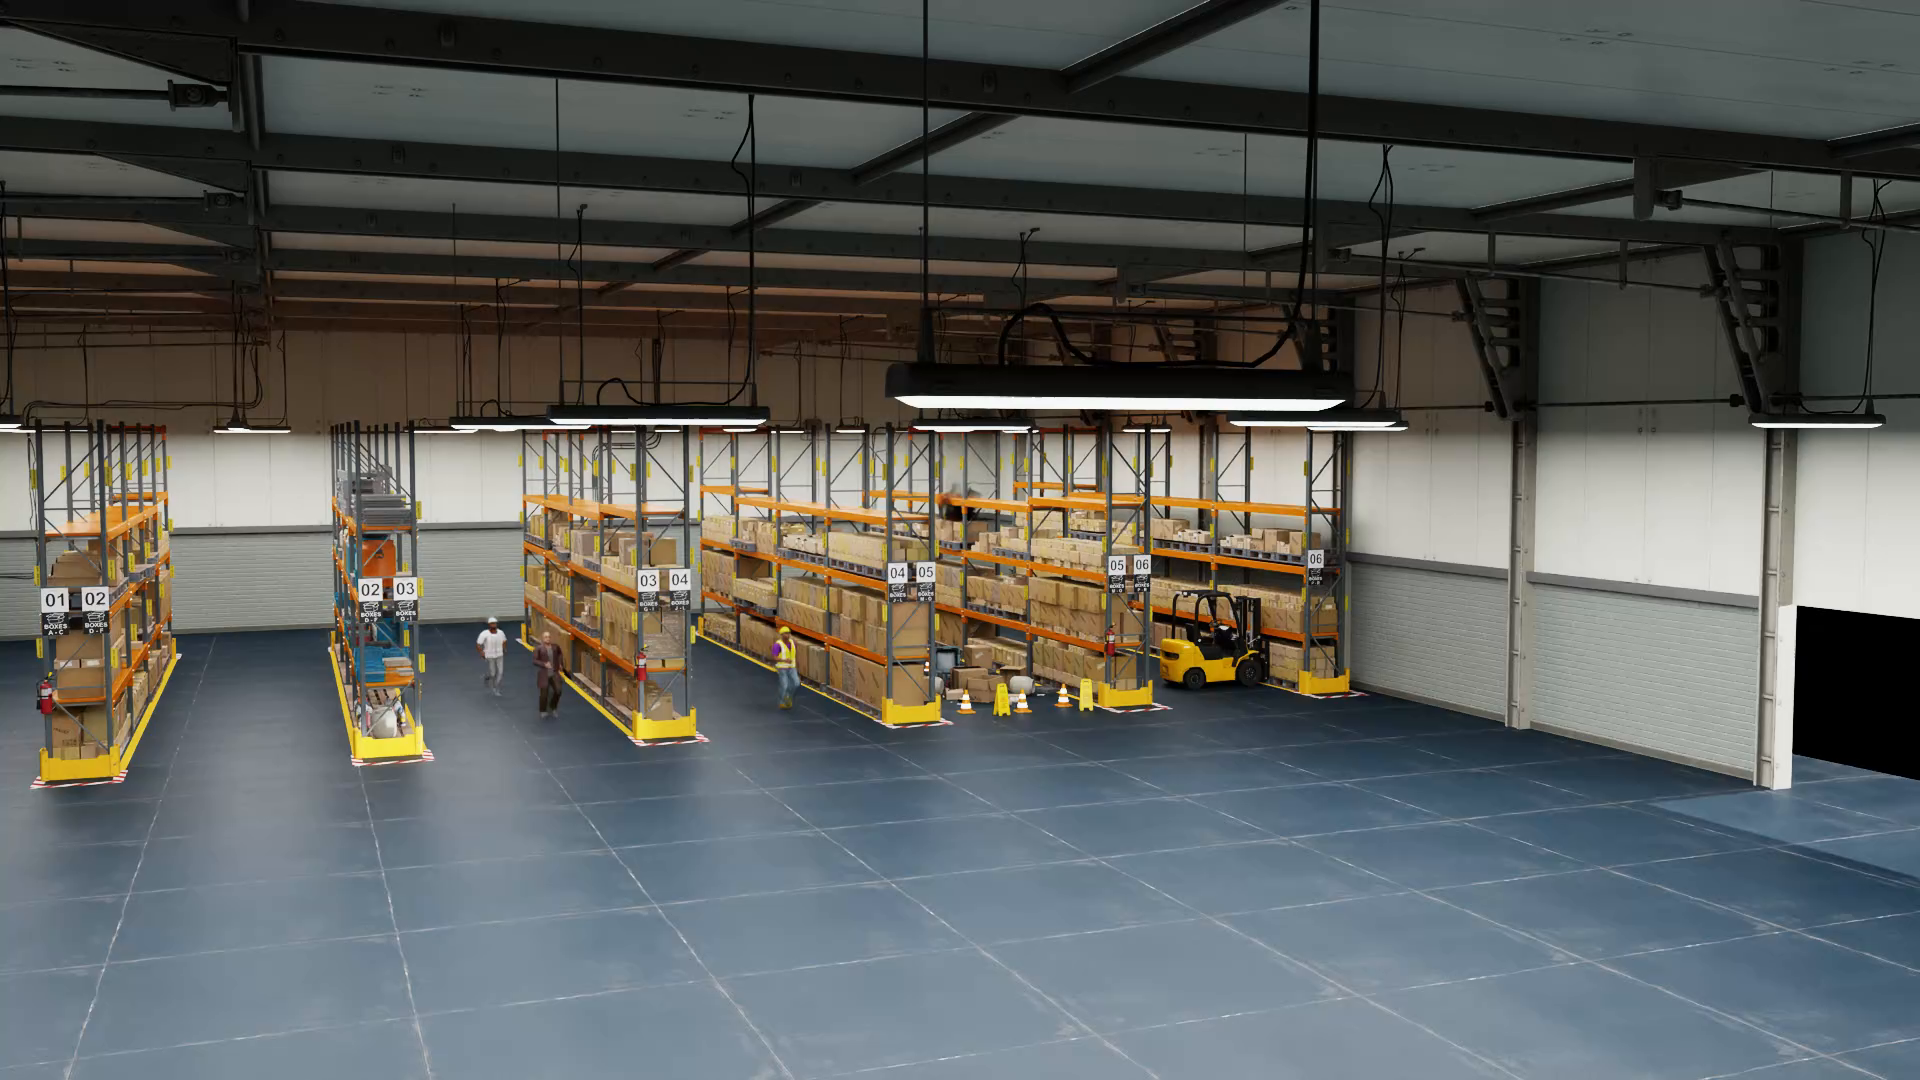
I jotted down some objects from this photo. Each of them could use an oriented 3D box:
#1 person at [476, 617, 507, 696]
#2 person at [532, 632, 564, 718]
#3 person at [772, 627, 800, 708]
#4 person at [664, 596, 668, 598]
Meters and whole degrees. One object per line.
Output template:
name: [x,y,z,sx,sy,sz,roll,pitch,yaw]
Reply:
person: [-10.330,2.567,36.795,0.702,1.724,0.652,-3,4,-37]
person: [-8.297,2.737,33.596,0.684,1.763,0.765,-2,4,-28]
person: [-3.592,2.670,34.772,0.706,1.718,0.636,-3,4,-37]
person: [-8.684,1.995,47.545,0.720,1.550,0.513,1,4,15]
